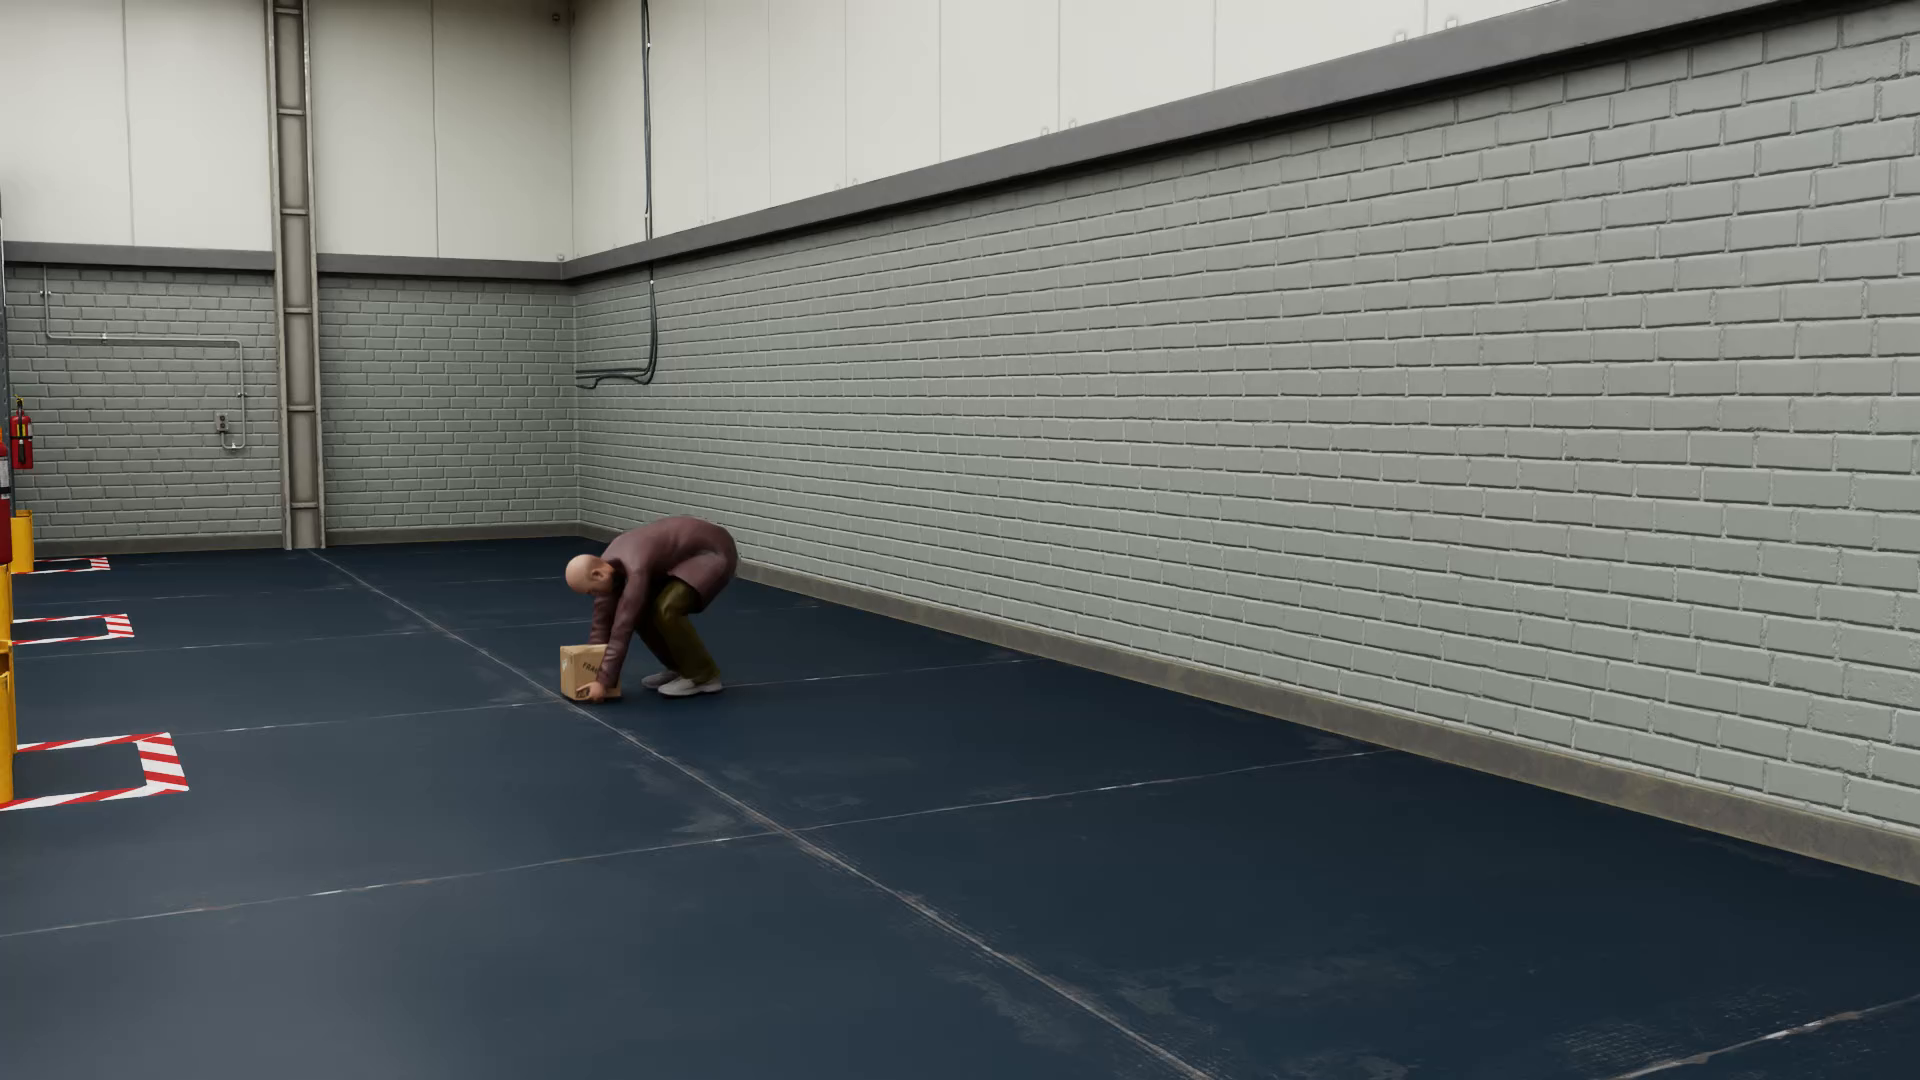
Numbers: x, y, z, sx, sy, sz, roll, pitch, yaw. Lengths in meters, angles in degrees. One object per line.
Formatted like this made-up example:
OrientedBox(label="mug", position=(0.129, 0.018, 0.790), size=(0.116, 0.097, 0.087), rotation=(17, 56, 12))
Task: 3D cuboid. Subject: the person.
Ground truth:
OrientedBox(label="person", position=(-1.468, -0.064, 8.936), size=(0.428, 1.772, 0.637), rotation=(-3, 6, -31))
